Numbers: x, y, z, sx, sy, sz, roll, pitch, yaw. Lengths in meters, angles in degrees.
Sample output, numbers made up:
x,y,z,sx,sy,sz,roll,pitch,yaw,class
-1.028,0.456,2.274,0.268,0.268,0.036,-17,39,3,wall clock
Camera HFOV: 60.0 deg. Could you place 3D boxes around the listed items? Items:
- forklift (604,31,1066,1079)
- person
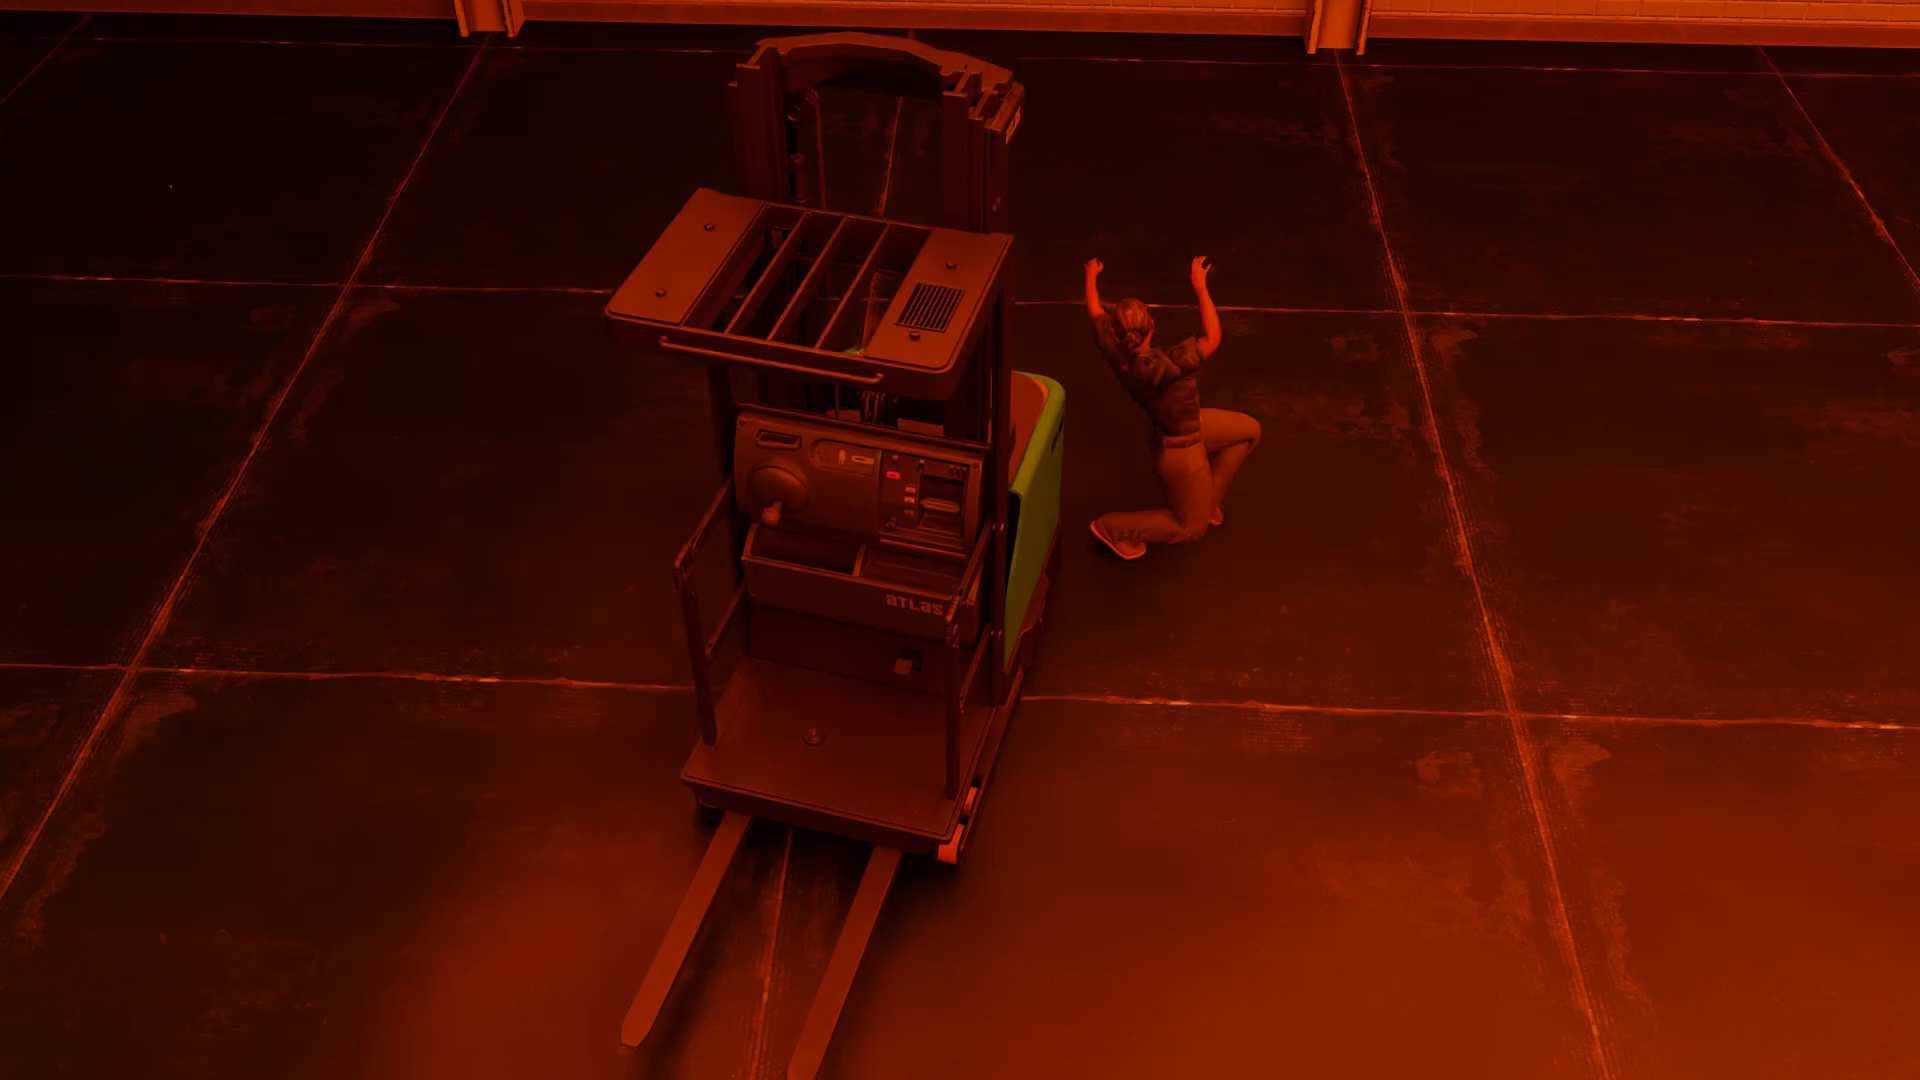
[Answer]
x,y,z,sx,sy,sz,roll,pitch,yaw,class
-0.431,-0.113,5.865,1.130,2.935,3.031,11,44,12,forklift
0.972,-0.705,7.606,0.798,1.512,1.016,-5,43,-5,person
